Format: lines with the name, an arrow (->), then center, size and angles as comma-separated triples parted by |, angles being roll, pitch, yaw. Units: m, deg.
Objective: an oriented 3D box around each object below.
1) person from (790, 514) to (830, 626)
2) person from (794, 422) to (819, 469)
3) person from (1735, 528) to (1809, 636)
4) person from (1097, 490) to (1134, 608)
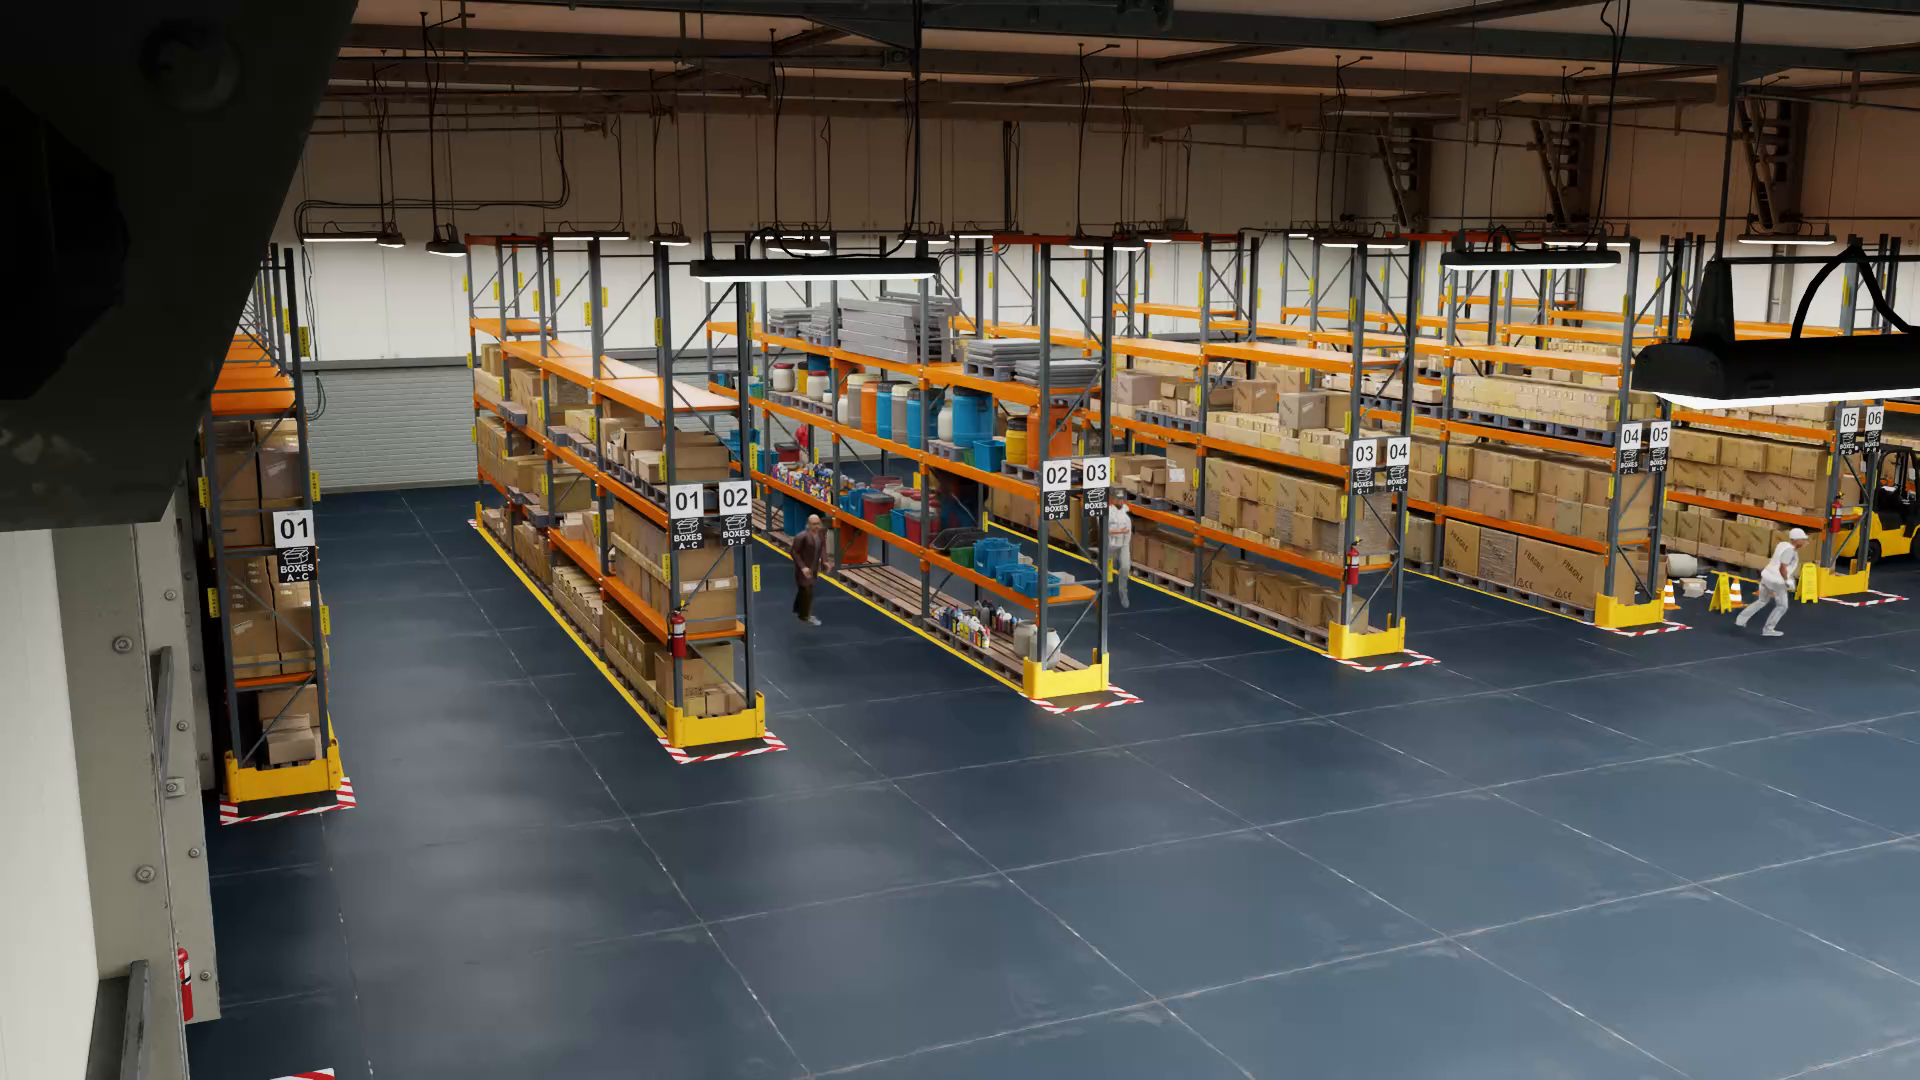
person -> -2.338, 0.439, 24.904 | 0.751, 1.740, 0.687 | 7, 13, 33
person -> -3.671, -2.025, 39.108 | 0.644, 1.737, 0.686 | 3, 11, 14
person -> 12.418, 0.636, 25.431 | 0.869, 1.692, 0.680 | 2, 11, 8
person -> 2.523, 0.127, 26.521 | 0.650, 1.901, 0.802 | -6, 13, -29
